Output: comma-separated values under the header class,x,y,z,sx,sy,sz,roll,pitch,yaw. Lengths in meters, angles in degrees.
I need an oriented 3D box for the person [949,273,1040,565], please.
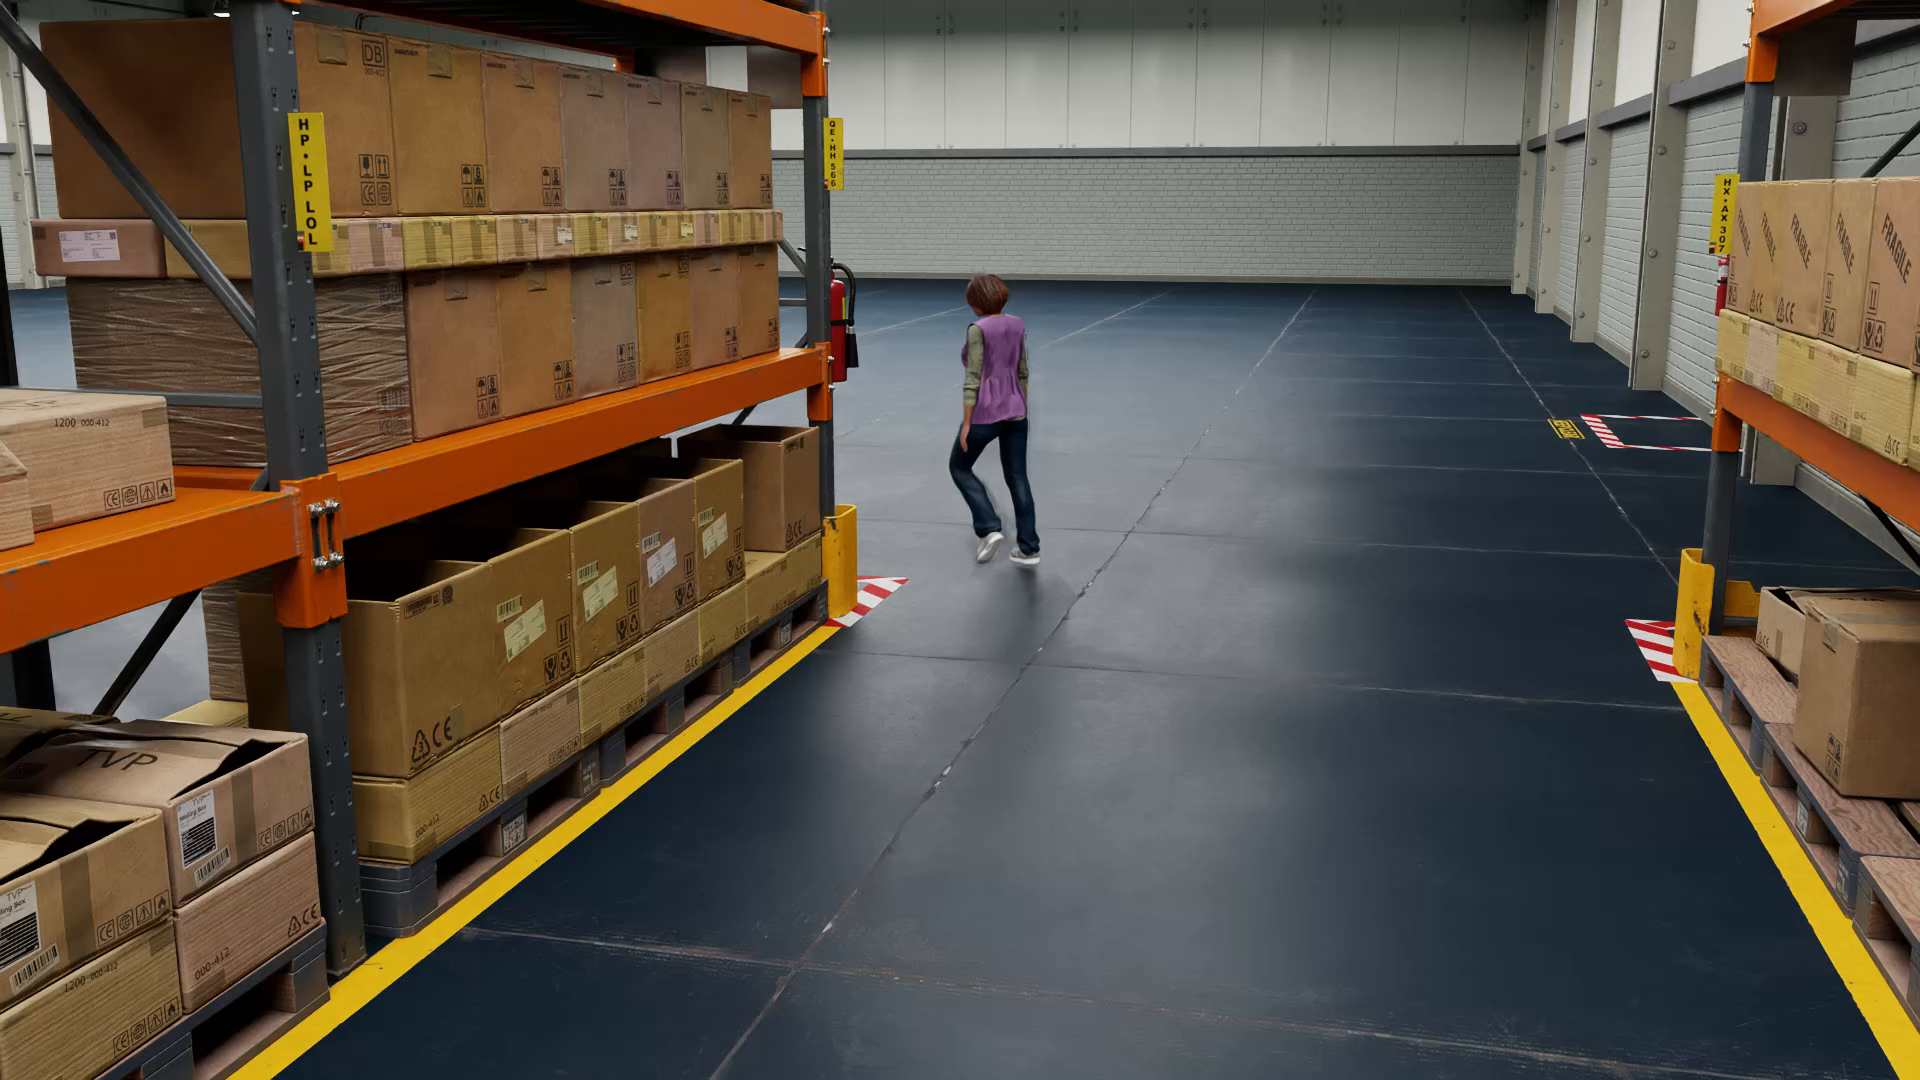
class,x,y,z,sx,sy,sz,roll,pitch,yaw
person,0.177,-0.627,8.982,0.493,1.611,0.500,-8,14,-33
